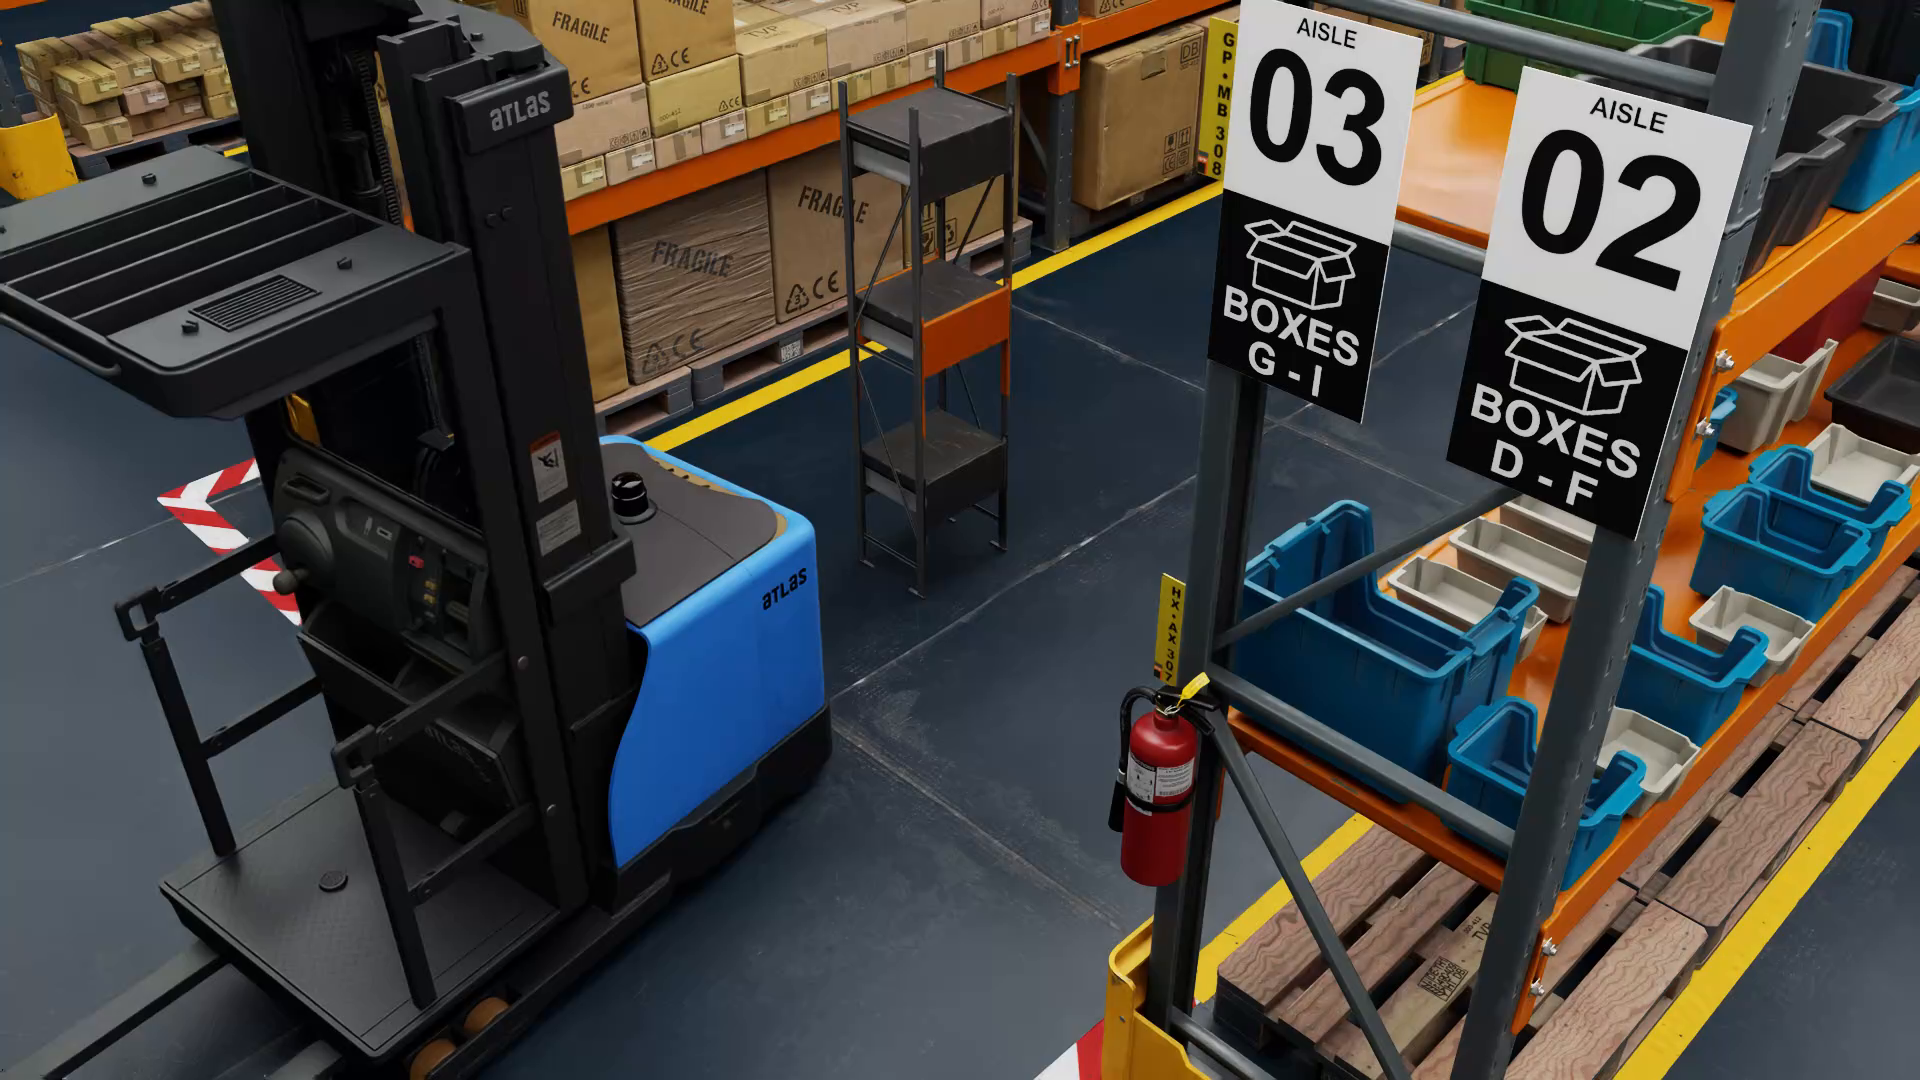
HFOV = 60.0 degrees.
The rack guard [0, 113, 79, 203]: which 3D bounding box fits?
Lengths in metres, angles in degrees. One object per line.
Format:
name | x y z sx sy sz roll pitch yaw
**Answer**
rack guard | -5.975 -2.525 10.434 1.175 0.500 0.348 30 45 35

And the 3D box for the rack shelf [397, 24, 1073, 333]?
rack shelf | -1.171 -1.997 8.119 1.077 0.370 4.000 30 45 35

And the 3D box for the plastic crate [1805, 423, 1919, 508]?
plastic crate | 2.740 -0.196 5.086 0.293 0.136 0.466 30 45 35

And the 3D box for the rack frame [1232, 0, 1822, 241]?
rack frame | 0.935 -1.944 2.171 1.000 3.000 0.127 30 45 35

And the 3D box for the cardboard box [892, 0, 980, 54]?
cardboard box | -0.249 -2.668 8.324 0.500 0.250 0.500 -28 44 -34

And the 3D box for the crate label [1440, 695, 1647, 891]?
crate label | 1.343 0.593 3.871 0.416 0.233 0.303 30 45 35

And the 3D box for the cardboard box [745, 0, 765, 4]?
cardboard box | -0.996 -2.970 8.102 0.500 0.500 0.500 28 44 34

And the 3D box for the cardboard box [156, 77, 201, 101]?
cardboard box | -5.134 -2.977 10.762 0.250 0.149 0.380 -29 44 -35

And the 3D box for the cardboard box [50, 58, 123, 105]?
cardboard box | -5.418 -2.842 10.309 0.380 0.149 0.250 27 43 33

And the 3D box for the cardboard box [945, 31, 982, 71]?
cardboard box | -0.106 -2.536 8.484 0.380 0.149 0.250 29 44 35

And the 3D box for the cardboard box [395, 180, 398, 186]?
cardboard box | -2.562 -1.654 7.219 0.250 0.149 0.380 -29 44 -35

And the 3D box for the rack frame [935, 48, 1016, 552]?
rack frame | 0.055 -0.893 6.695 0.400 2.100 0.015 30 45 35

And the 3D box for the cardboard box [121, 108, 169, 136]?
cardboard box | -5.306 -2.746 10.690 0.380 0.149 0.250 29 44 35

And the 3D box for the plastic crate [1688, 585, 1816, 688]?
plastic crate | 2.105 0.260 4.433 0.250 0.136 0.298 30 45 35

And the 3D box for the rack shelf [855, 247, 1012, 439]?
rack shelf | -0.117 -0.783 6.561 0.431 0.518 0.480 30 45 35

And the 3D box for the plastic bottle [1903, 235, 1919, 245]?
plastic bottle | 3.802 -1.347 6.667 0.152 0.276 0.135 30 45 35

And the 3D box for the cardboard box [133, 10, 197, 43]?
cardboard box | -5.298 -3.398 11.106 0.380 0.149 0.250 28 43 34

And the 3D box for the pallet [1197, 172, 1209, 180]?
pallet | 1.588 -2.801 11.082 1.003 0.211 1.213 30 45 35

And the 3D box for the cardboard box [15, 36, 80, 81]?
cardboard box | -5.835 -3.084 10.655 0.250 0.149 0.380 -29 44 -35

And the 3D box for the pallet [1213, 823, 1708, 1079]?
pallet | 1.544 1.341 5.142 1.003 0.211 1.213 30 45 35

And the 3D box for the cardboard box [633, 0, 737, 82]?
cardboard box | -1.337 -2.350 7.212 0.500 0.500 0.500 28 44 34

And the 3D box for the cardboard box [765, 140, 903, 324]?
cardboard box | -0.917 -1.803 8.704 0.875 0.875 0.875 30 45 35

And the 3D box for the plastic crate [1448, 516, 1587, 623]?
plastic crate | 1.596 0.084 4.685 0.396 0.136 0.243 30 45 35

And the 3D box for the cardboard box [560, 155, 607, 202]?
cardboard box | -1.735 -1.597 7.137 0.380 0.149 0.250 28 44 34

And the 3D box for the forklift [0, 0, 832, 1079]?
forklift | -1.755 0.117 4.521 1.130 2.935 3.031 24 41 30

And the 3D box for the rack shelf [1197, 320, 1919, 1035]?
rack shelf | 2.344 0.000 5.257 1.077 0.370 4.000 30 45 35

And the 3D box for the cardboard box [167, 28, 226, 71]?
cardboard box | -4.925 -3.188 10.803 0.380 0.149 0.250 27 43 33

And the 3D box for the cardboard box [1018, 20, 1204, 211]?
cardboard box | 0.675 -2.672 9.950 1.225 0.875 0.875 30 45 35

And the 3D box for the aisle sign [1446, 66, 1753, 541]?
aisle sign | 1.095 -0.401 2.930 0.394 0.787 0.004 30 45 35

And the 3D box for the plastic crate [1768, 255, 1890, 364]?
plastic crate | 2.946 -0.897 5.805 0.402 0.464 0.583 30 45 35

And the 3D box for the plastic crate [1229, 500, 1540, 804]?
plastic crate | 1.039 0.266 4.163 0.616 0.435 0.499 30 45 35

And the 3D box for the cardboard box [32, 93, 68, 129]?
cardboard box | -5.805 -2.820 10.797 0.250 0.149 0.380 -29 44 -35

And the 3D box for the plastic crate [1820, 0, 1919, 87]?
plastic crate | 2.207 -1.198 3.777 0.504 0.338 0.767 30 45 35

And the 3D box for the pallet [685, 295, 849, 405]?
pallet | -1.212 -1.185 8.765 1.003 0.211 1.213 30 45 35

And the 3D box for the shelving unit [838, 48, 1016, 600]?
shelving unit | -0.117 -0.794 6.553 0.431 2.100 0.503 30 45 35

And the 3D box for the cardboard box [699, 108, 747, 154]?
cardboard box | -1.191 -1.911 7.587 0.380 0.149 0.250 29 44 35

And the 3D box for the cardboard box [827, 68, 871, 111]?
cardboard box | -0.649 -2.223 8.035 0.380 0.149 0.250 29 44 35

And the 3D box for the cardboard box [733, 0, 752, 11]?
cardboard box | -1.346 -2.469 8.040 0.500 0.250 0.500 30 45 35

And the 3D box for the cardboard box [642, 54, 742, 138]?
cardboard box | -1.332 -2.042 7.427 0.500 0.250 0.500 28 44 34

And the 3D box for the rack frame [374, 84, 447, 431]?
rack frame | -2.580 -1.480 6.750 1.000 3.000 0.127 30 45 35

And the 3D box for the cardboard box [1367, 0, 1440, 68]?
cardboard box | 2.556 -3.756 11.504 1.225 0.875 0.875 27 43 33
